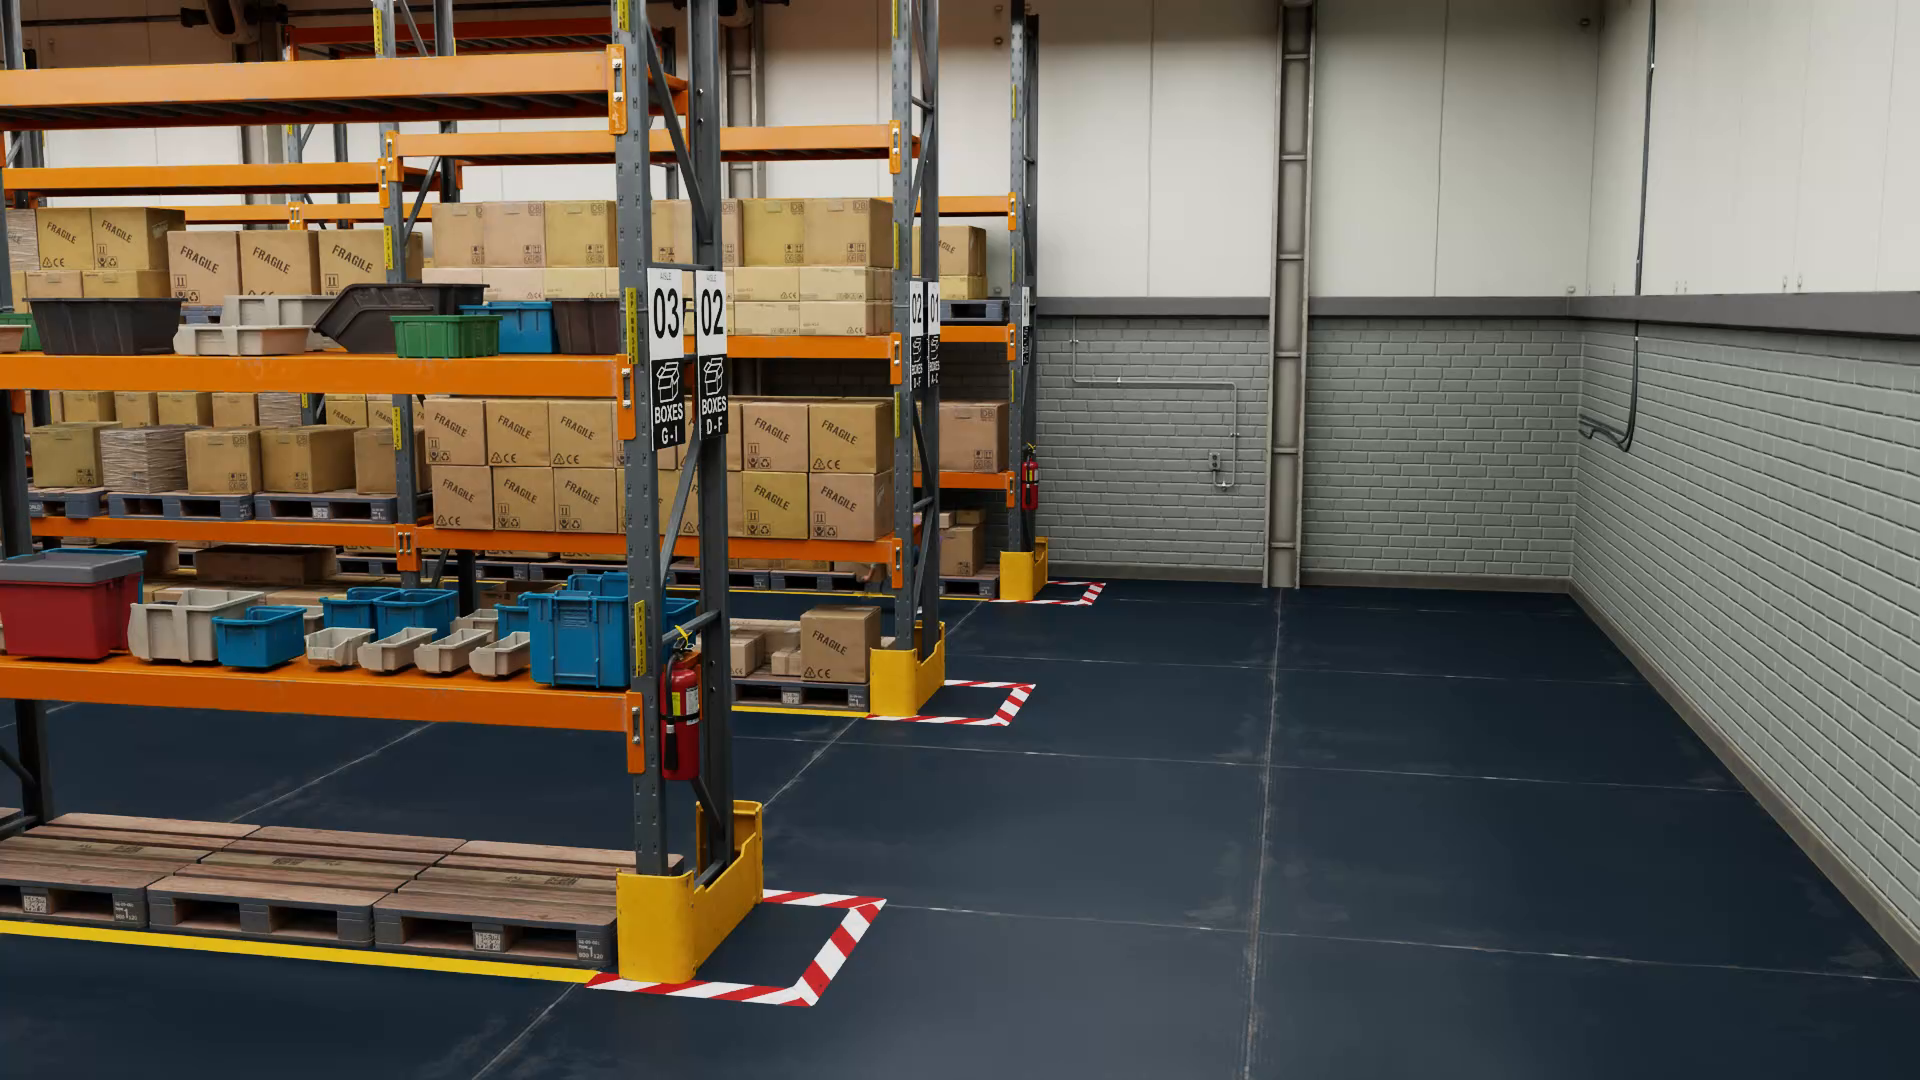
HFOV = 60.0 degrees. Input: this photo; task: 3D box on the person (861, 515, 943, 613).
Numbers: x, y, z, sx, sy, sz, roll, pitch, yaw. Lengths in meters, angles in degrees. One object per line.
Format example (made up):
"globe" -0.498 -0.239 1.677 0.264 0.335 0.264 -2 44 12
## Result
"person" -0.598 0.214 16.412 0.857 1.018 0.376 1 8 8
